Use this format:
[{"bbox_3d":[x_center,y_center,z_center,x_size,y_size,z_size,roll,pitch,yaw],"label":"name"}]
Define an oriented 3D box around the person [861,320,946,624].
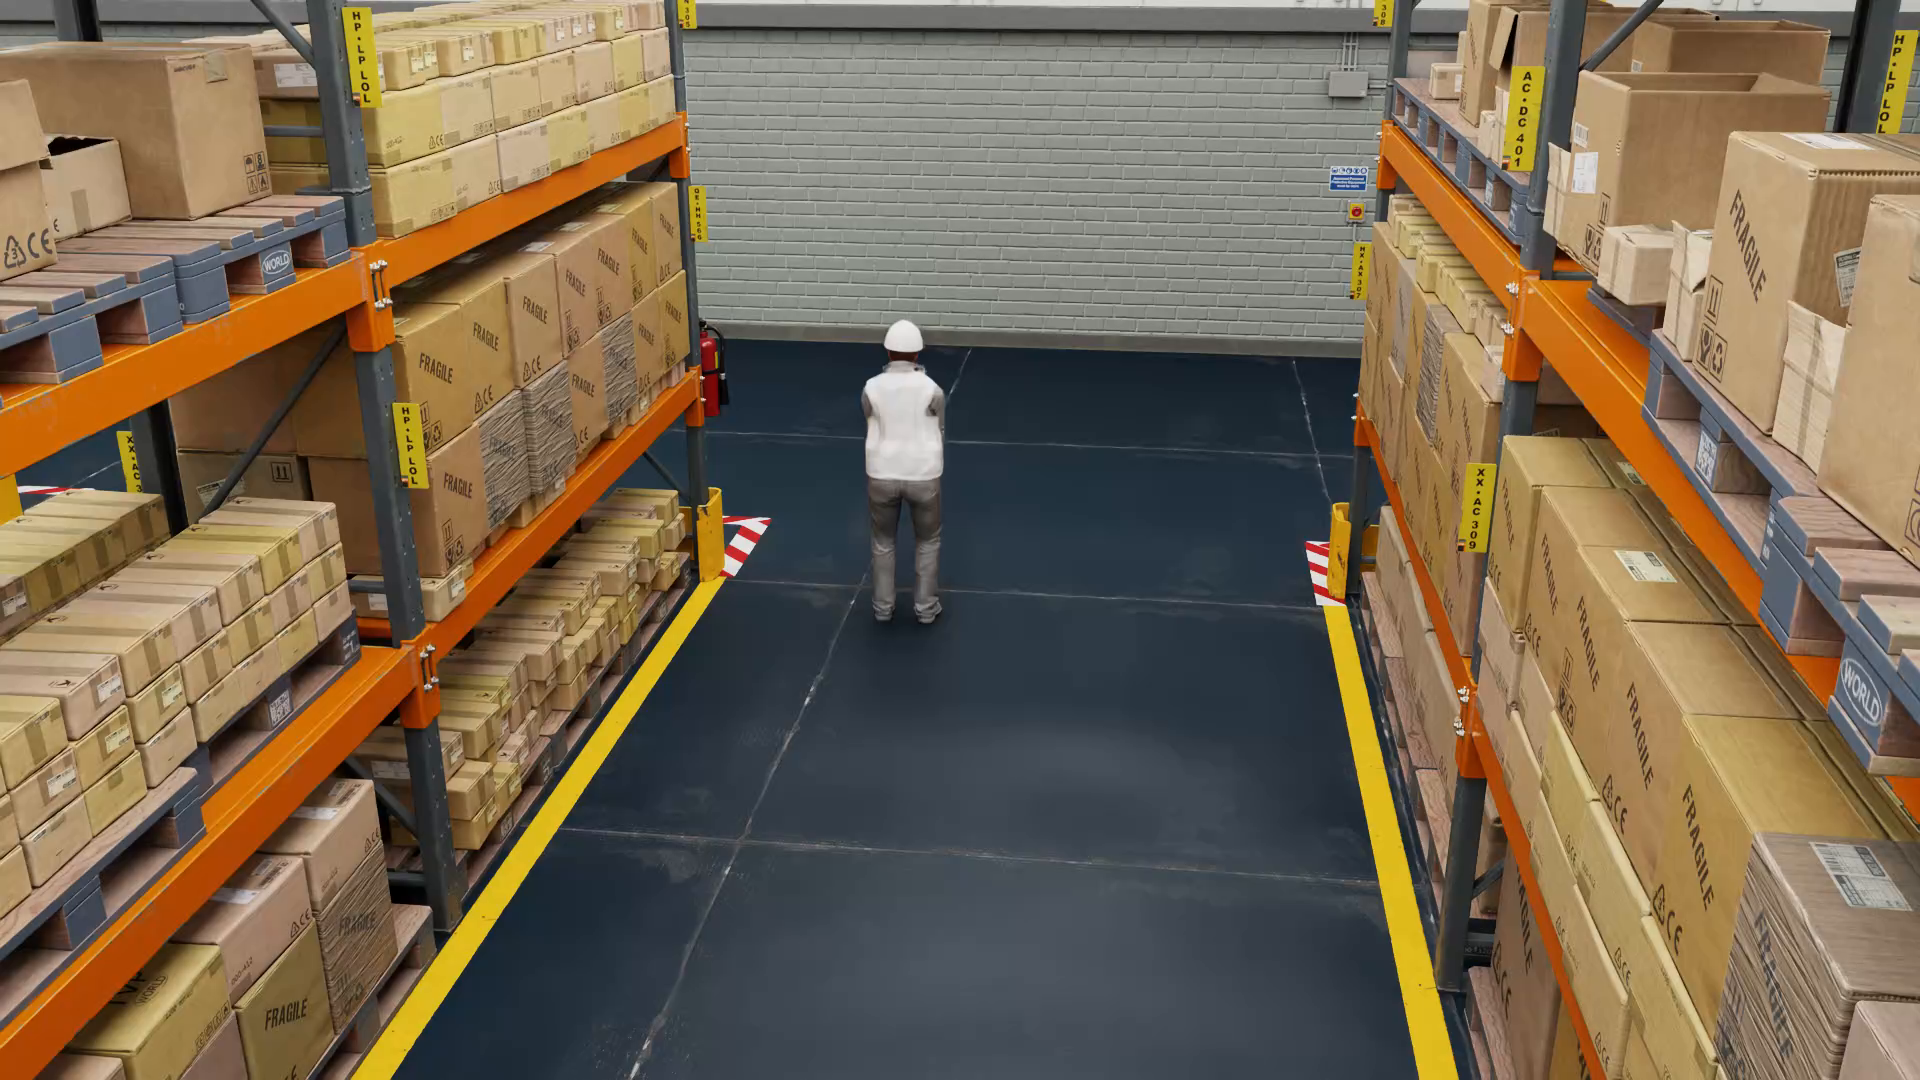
[{"bbox_3d":[-0.322,-0.399,9.617,0.484,1.756,0.583,2,21,5],"label":"person"}]
